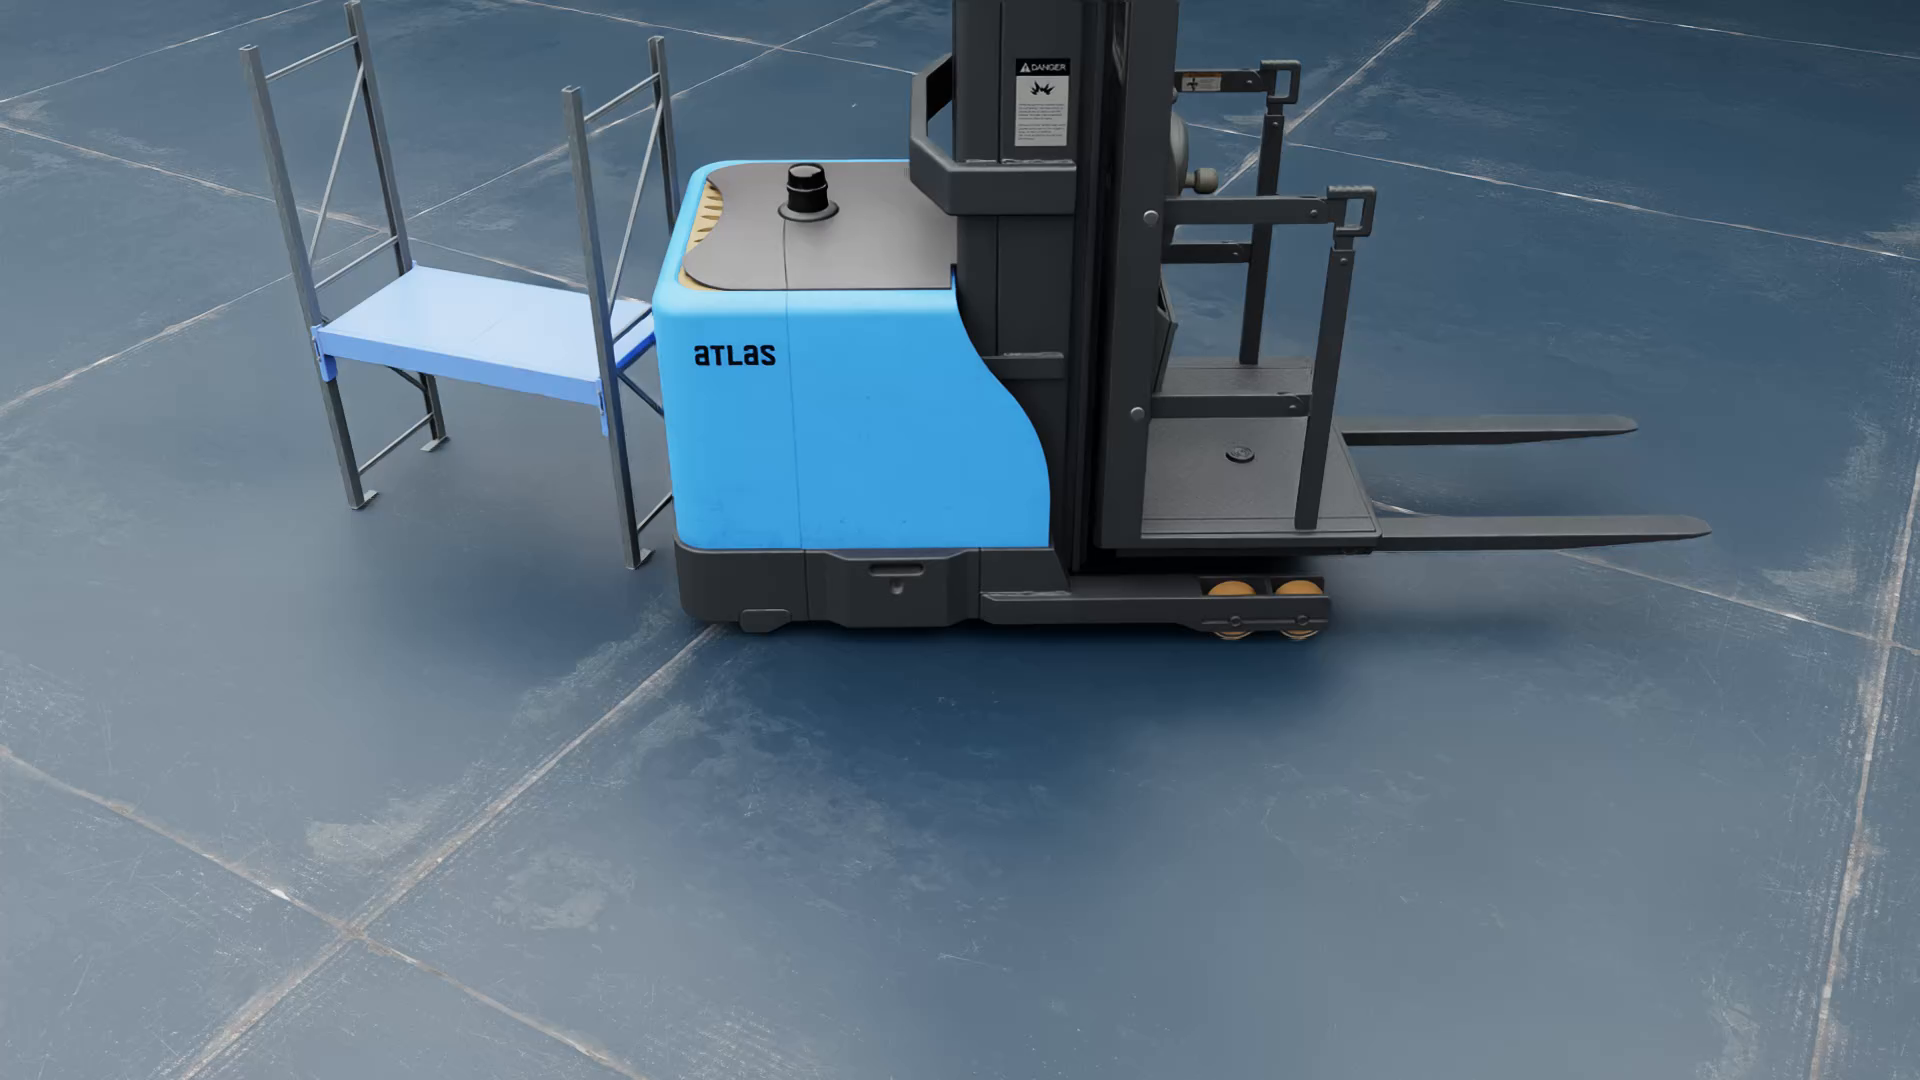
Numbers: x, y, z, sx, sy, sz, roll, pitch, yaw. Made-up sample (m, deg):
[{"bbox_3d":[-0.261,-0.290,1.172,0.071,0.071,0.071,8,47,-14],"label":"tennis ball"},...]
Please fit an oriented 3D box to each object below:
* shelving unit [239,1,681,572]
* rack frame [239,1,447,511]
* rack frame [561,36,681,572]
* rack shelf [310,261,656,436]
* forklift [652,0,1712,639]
[{"bbox_3d":[-1.406,-0.757,5.033,1.048,1.500,0.538,11,35,17],"label":"shelving unit"},{"bbox_3d":[-1.884,-0.853,5.177,0.032,1.500,0.500,11,35,17],"label":"rack frame"},{"bbox_3d":[-0.928,-0.660,4.889,0.032,1.500,0.500,11,35,17],"label":"rack frame"},{"bbox_3d":[-1.406,-0.607,5.133,1.000,0.185,0.538,11,35,17],"label":"rack shelf"},{"bbox_3d":[0.693,-1.229,4.451,3.031,2.935,1.130,-1,34,-1],"label":"forklift"}]
